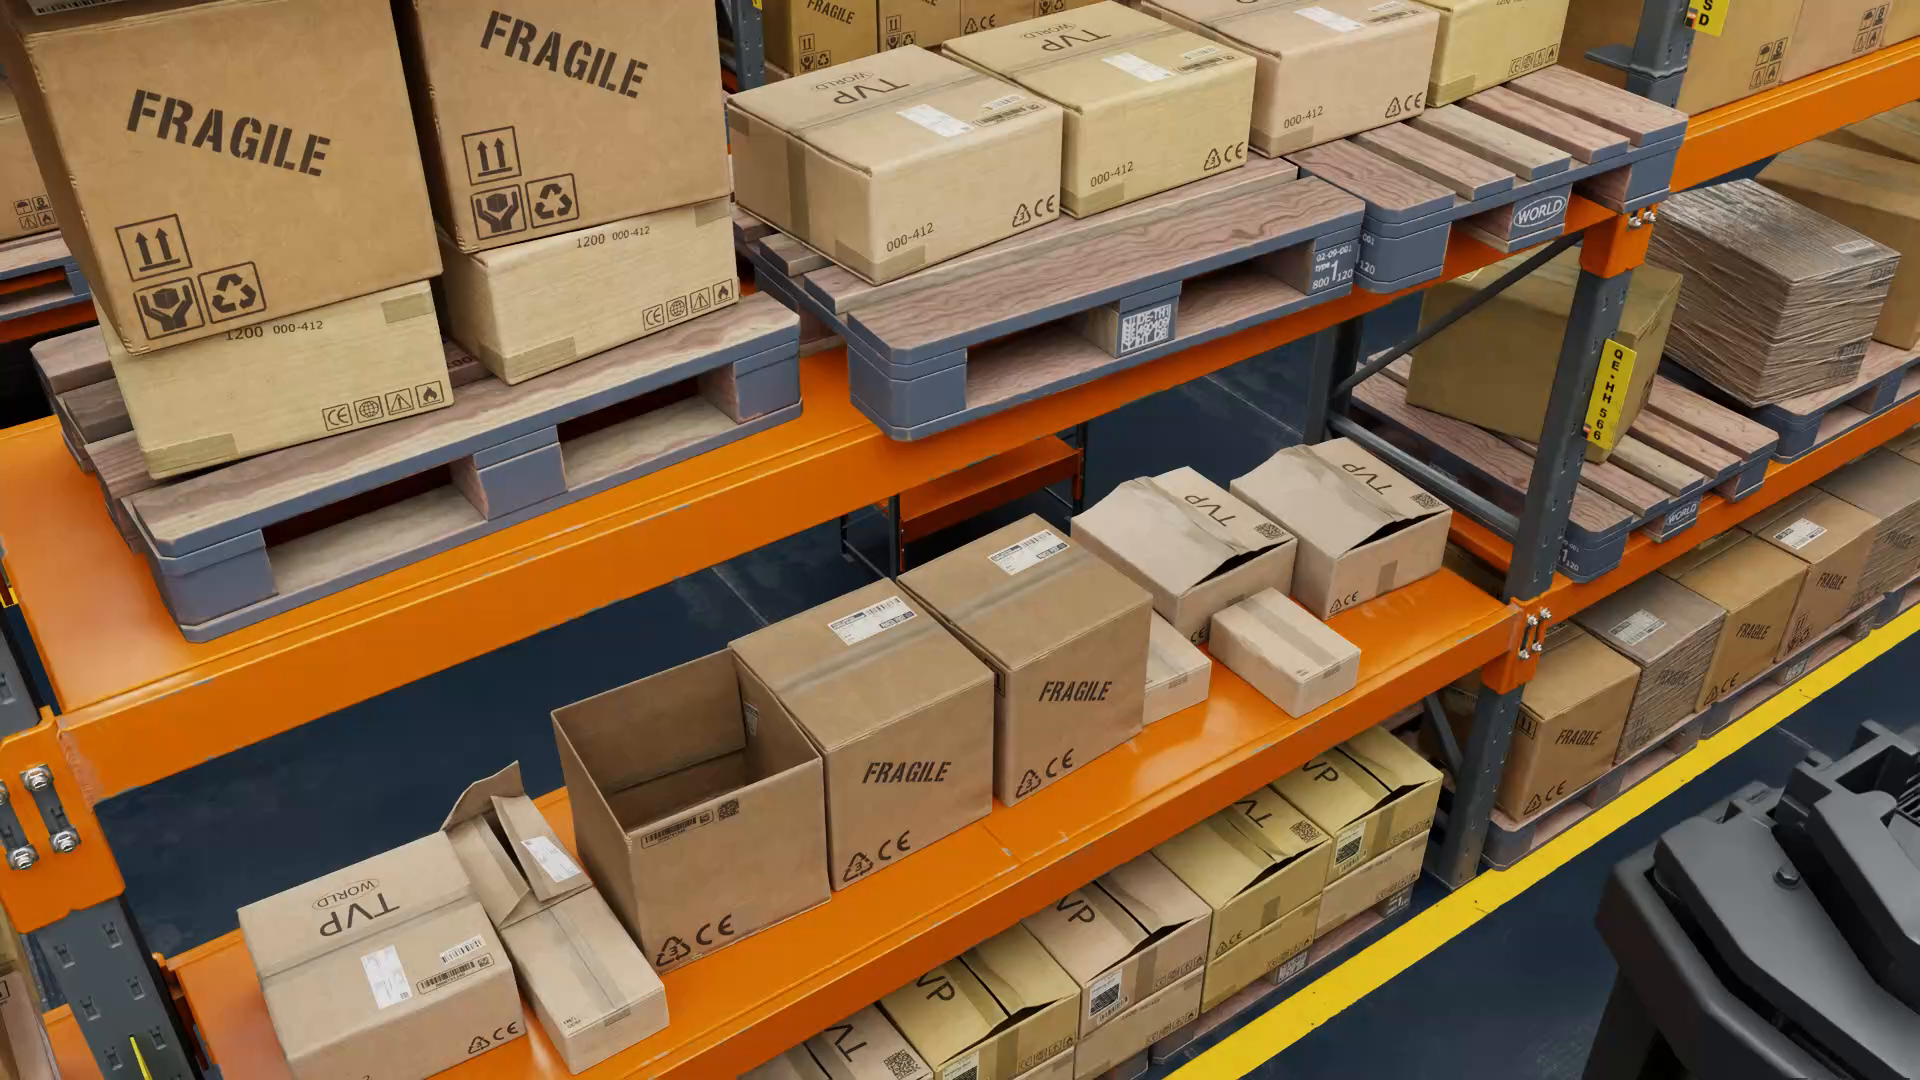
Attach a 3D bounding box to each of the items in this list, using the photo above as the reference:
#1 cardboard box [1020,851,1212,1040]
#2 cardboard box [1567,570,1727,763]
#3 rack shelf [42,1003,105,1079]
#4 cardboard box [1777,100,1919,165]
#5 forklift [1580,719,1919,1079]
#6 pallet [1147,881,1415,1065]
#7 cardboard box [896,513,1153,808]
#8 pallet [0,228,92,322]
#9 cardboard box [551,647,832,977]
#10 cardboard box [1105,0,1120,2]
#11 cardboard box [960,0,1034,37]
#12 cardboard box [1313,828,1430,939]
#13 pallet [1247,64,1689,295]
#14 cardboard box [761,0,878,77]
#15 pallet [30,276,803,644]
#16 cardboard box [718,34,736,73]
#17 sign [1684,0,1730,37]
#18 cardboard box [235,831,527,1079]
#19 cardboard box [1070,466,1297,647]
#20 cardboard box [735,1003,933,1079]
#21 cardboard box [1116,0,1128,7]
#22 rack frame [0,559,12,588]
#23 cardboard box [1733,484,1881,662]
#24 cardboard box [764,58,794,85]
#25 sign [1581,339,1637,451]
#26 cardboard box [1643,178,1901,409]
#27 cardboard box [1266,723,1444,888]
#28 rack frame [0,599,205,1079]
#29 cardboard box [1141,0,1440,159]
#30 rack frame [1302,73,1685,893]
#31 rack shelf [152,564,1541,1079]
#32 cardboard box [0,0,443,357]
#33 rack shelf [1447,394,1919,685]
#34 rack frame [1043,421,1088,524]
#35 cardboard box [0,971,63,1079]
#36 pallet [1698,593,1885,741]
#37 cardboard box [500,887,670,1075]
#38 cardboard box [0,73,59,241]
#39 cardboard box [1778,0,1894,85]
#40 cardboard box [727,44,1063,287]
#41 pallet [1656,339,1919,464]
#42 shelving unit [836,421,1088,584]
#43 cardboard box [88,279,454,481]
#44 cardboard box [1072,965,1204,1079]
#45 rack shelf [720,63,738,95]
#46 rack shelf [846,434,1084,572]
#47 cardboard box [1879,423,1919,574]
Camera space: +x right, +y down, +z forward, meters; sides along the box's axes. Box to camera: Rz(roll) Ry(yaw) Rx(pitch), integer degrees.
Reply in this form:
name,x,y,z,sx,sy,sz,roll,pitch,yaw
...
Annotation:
name,x,y,z,sx,sy,sz,roll,pitch,yaw
cardboard box,0.413,1.151,5.096,0.500,0.311,0.500,-23,41,-28
cardboard box,2.496,0.434,6.342,0.500,0.500,0.500,-24,42,-29
rack shelf,-3.369,2.103,2.873,4.000,0.370,1.077,-22,41,-28
cardboard box,3.763,-1.450,6.751,0.500,0.500,0.700,-16,39,-21
forklift,1.780,1.524,3.120,3.031,2.935,1.130,-21,41,-26
pallet,0.840,1.183,5.924,1.213,0.211,1.003,-22,41,-28
cardboard box,0.173,0.324,4.644,0.500,0.500,0.500,-25,42,-30
pallet,-3.883,-1.334,7.201,1.213,0.211,1.003,-22,41,-28
cardboard box,-0.667,0.670,4.164,0.500,0.500,0.500,-19,40,-25
cardboard box,0.889,-3.468,9.646,0.500,0.500,0.500,-22,41,-28
cardboard box,0.062,-3.119,9.160,0.500,0.500,0.500,-23,41,-28
cardboard box,1.245,1.032,5.741,0.500,0.250,0.500,-21,41,-27
pallet,1.032,-1.077,4.272,1.003,0.211,1.213,-20,40,-26
cardboard box,-0.777,-2.781,8.690,0.500,0.500,0.500,-21,41,-27
pallet,-1.021,-0.305,3.199,1.217,0.209,0.805,-24,42,-30
cardboard box,-1.203,-2.708,9.144,0.250,0.149,0.380,-22,41,-27
sign,1.848,-1.399,4.047,0.005,0.325,0.100,-22,41,-28
cardboard box,-1.357,1.013,3.901,0.500,0.250,0.500,-20,40,-25
cardboard box,0.692,0.037,5.205,0.500,0.311,0.500,-23,42,-28
cardboard box,-0.419,1.496,4.616,0.500,0.311,0.500,-24,42,-29
cardboard box,0.771,-3.166,9.782,0.250,0.149,0.380,-24,42,-29
rack frame,-4.591,-1.225,6.884,0.127,3.000,1.000,-22,41,-28
cardboard box,3.333,0.089,6.821,0.500,0.500,0.500,-24,42,-29
cardboard box,-0.919,-2.476,8.822,0.250,0.149,0.380,-23,42,-29
sign,1.857,-0.413,4.764,0.005,0.325,0.100,-22,41,-28
cardboard box,2.842,-0.900,5.988,0.500,0.500,0.700,-15,38,-19
cardboard box,1.249,0.805,5.577,0.500,0.311,0.500,-21,41,-27
rack frame,-1.735,1.138,3.598,0.127,3.000,1.000,-22,41,-28
cardboard box,0.779,-1.170,4.008,0.500,0.250,0.500,-21,41,-27
rack frame,1.535,-0.207,5.469,0.127,3.000,1.000,-22,41,-28
rack shelf,-0.100,0.758,4.744,4.000,0.370,1.077,-22,41,-28
cardboard box,-1.208,-0.682,2.687,0.500,0.500,0.500,-22,41,-27
rack shelf,3.170,-0.588,6.614,4.000,0.370,1.077,-22,41,-28
rack frame,0.421,-0.630,7.662,0.032,1.125,0.500,-22,41,-28
cardboard box,-1.833,1.028,3.110,0.250,0.149,0.380,-22,41,-28
pallet,3.163,0.284,7.175,1.213,0.211,1.003,-22,41,-28
cardboard box,-0.893,1.040,3.950,0.250,0.149,0.380,-22,41,-28
cardboard box,-4.156,-1.599,6.942,0.500,0.500,0.700,-22,41,-28
cardboard box,2.289,-1.800,5.029,0.500,0.500,0.910,-22,41,-28
cardboard box,-0.136,-0.803,3.497,0.500,0.250,0.500,-26,43,-32
pallet,3.122,-0.786,6.438,1.213,0.211,1.003,-22,41,-28
shelving unit,0.006,-0.459,7.425,1.048,1.125,0.538,-22,41,-28
cardboard box,-1.225,-0.392,2.925,0.500,0.250,0.500,-18,39,-23
cardboard box,0.413,1.375,5.265,0.500,0.250,0.500,-21,41,-27
rack shelf,0.313,-2.951,9.900,4.000,0.370,1.077,-22,41,-28
rack shelf,0.006,-0.260,7.567,1.000,0.278,0.538,-22,41,-28
cardboard box,4.157,-0.251,7.295,0.500,0.500,0.500,-22,41,-28
